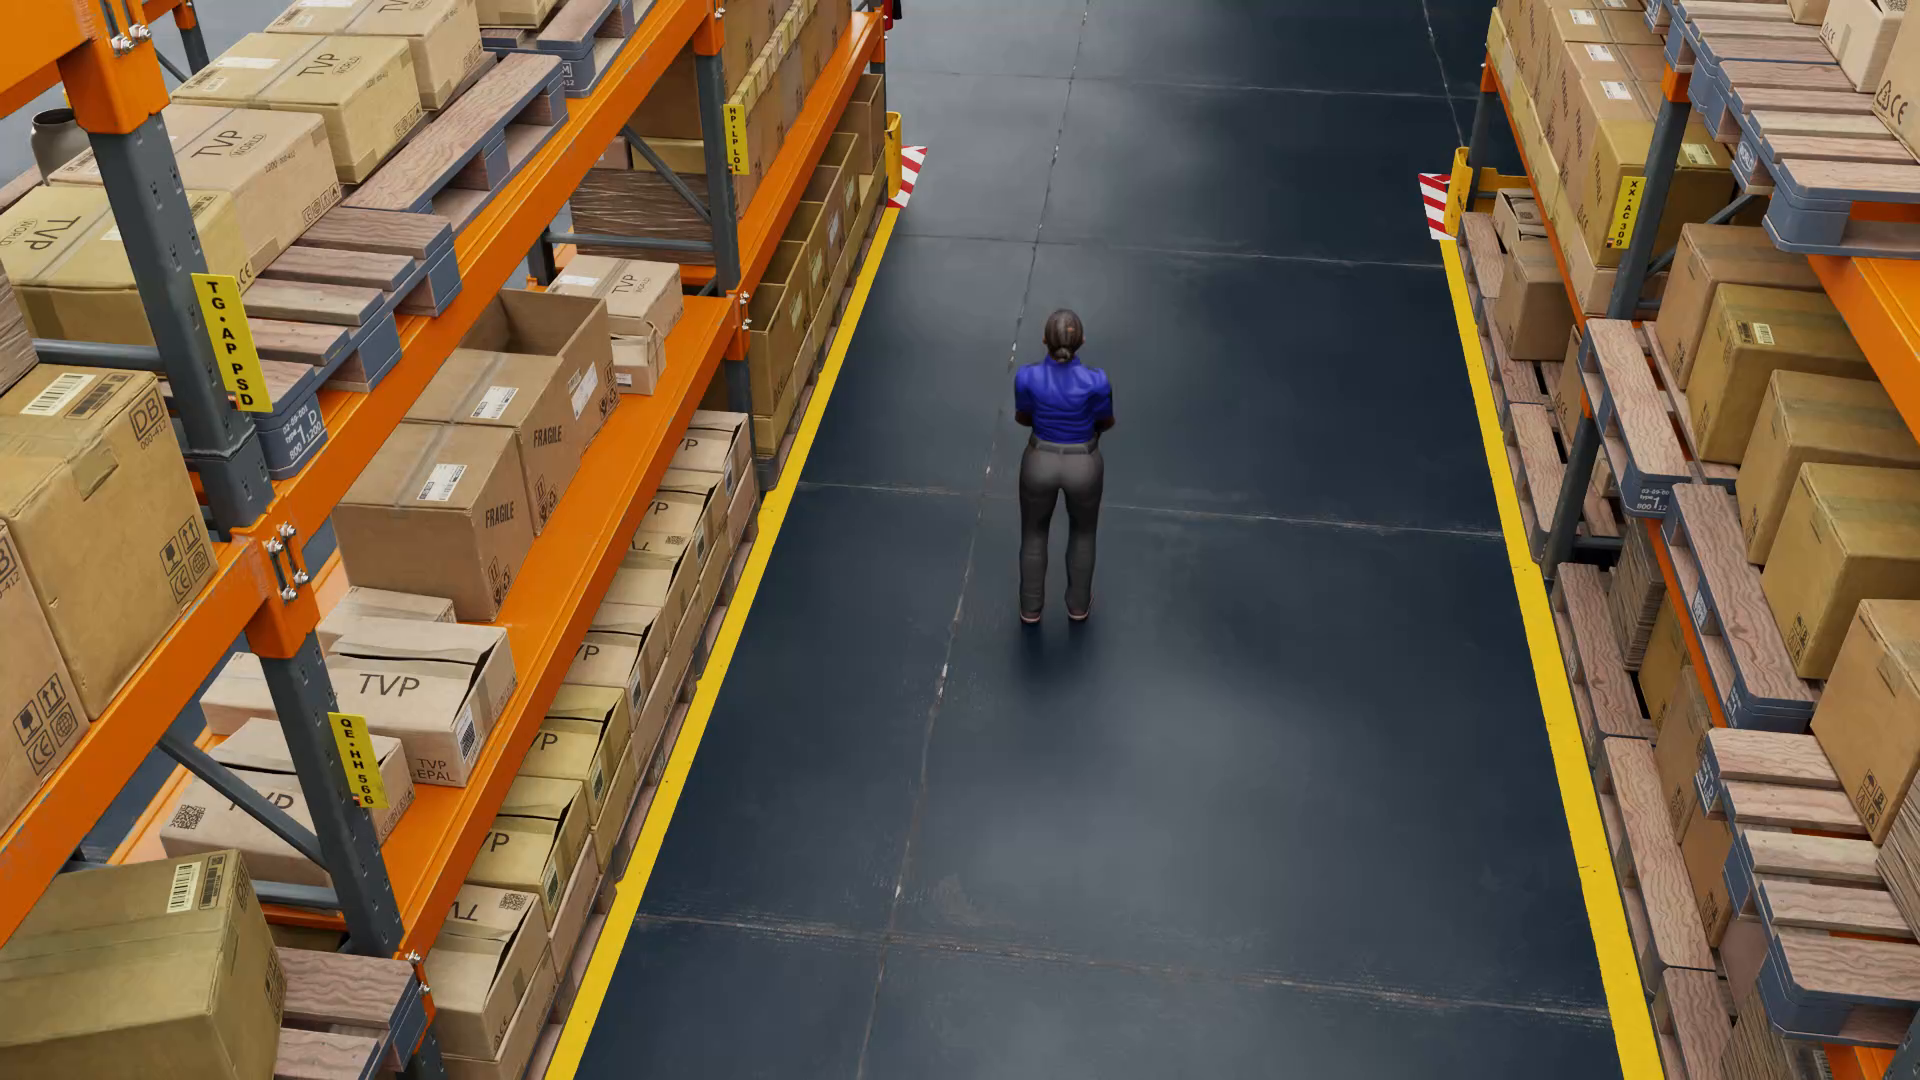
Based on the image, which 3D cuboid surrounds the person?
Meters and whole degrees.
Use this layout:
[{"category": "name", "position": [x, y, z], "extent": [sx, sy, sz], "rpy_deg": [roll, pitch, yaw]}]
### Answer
[{"category": "person", "position": [0.470, -0.364, 7.545], "extent": [0.449, 1.655, 0.500], "rpy_deg": [5, 37, 6]}]
